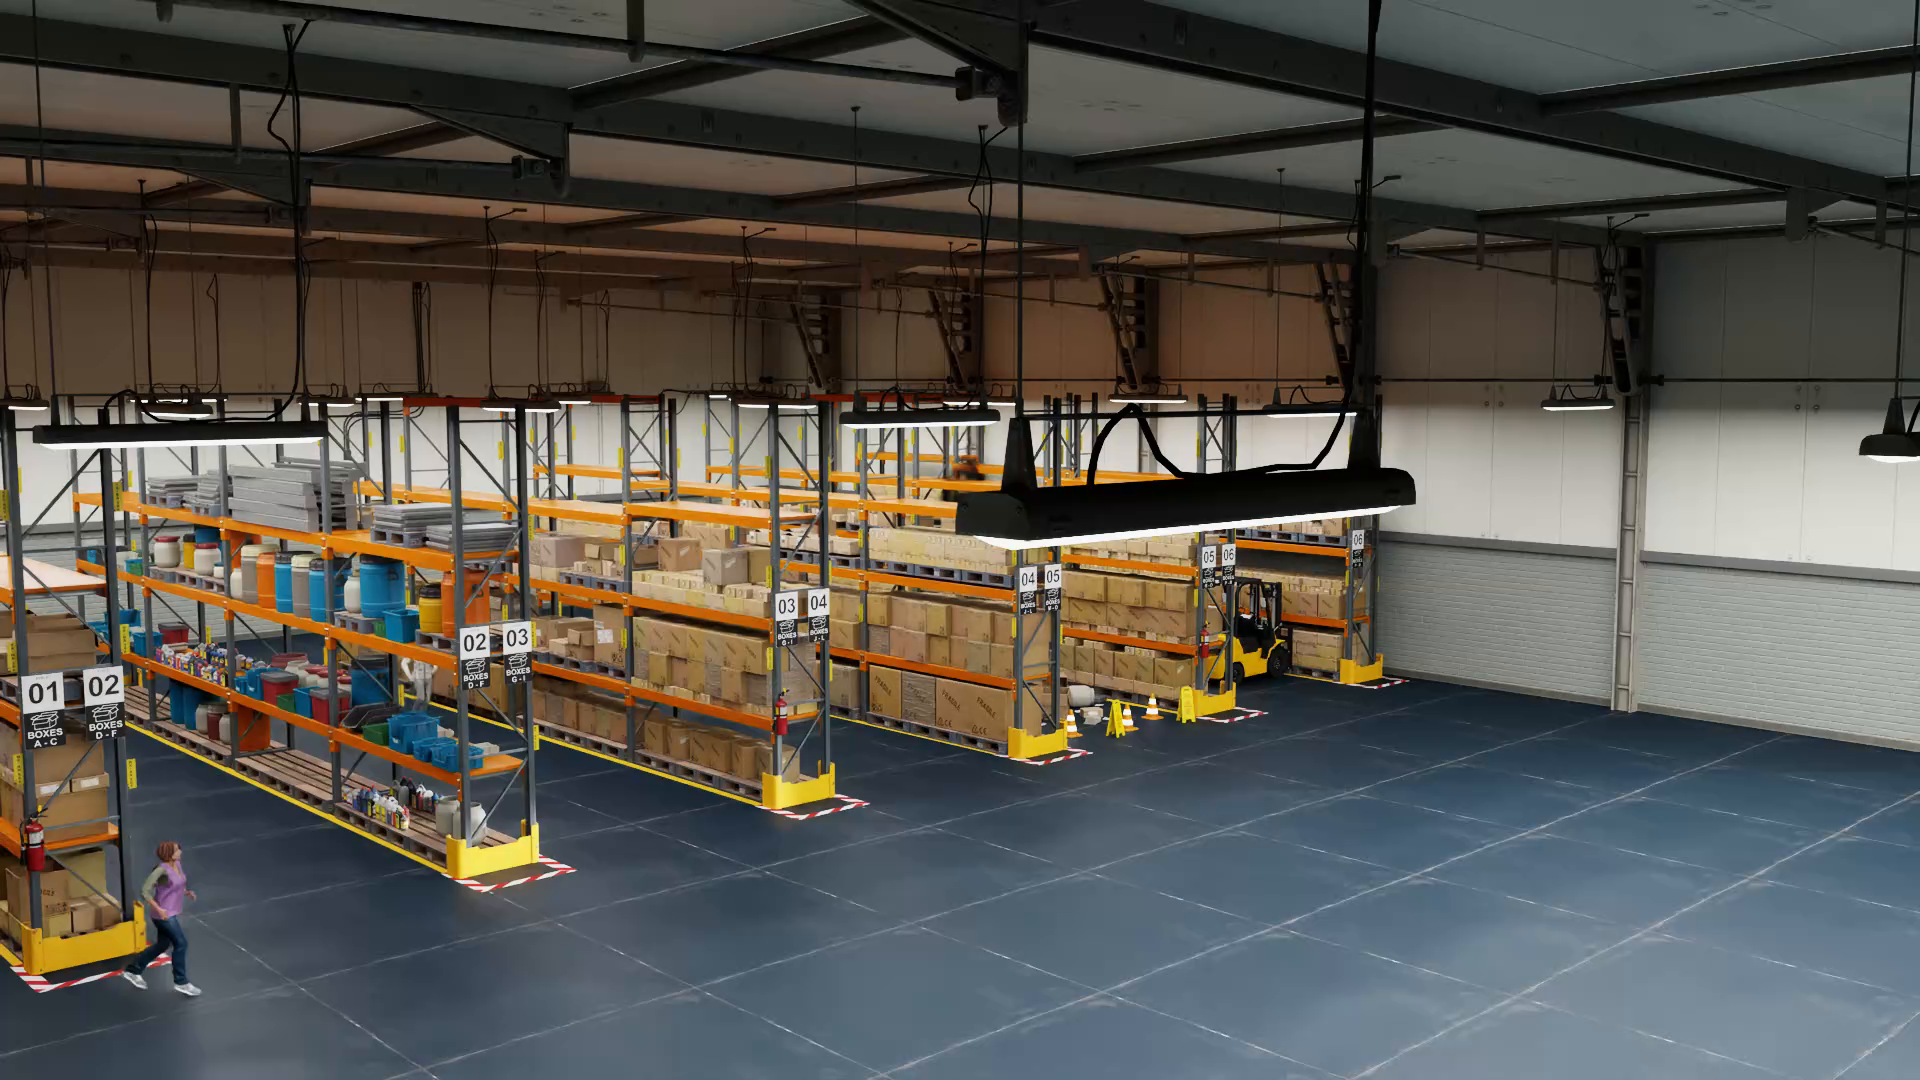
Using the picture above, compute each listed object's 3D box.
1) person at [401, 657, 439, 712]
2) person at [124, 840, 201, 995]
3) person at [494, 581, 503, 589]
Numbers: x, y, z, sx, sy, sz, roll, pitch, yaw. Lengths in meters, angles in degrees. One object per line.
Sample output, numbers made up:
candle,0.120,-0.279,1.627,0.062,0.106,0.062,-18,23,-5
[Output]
person,-9.816,2.549,30.419,0.667,1.666,0.523,-4,7,-38
person,-8.224,3.881,17.112,0.763,1.619,0.534,-1,6,-9
person,-10.754,1.739,38.602,0.724,1.718,0.879,-1,6,-13
